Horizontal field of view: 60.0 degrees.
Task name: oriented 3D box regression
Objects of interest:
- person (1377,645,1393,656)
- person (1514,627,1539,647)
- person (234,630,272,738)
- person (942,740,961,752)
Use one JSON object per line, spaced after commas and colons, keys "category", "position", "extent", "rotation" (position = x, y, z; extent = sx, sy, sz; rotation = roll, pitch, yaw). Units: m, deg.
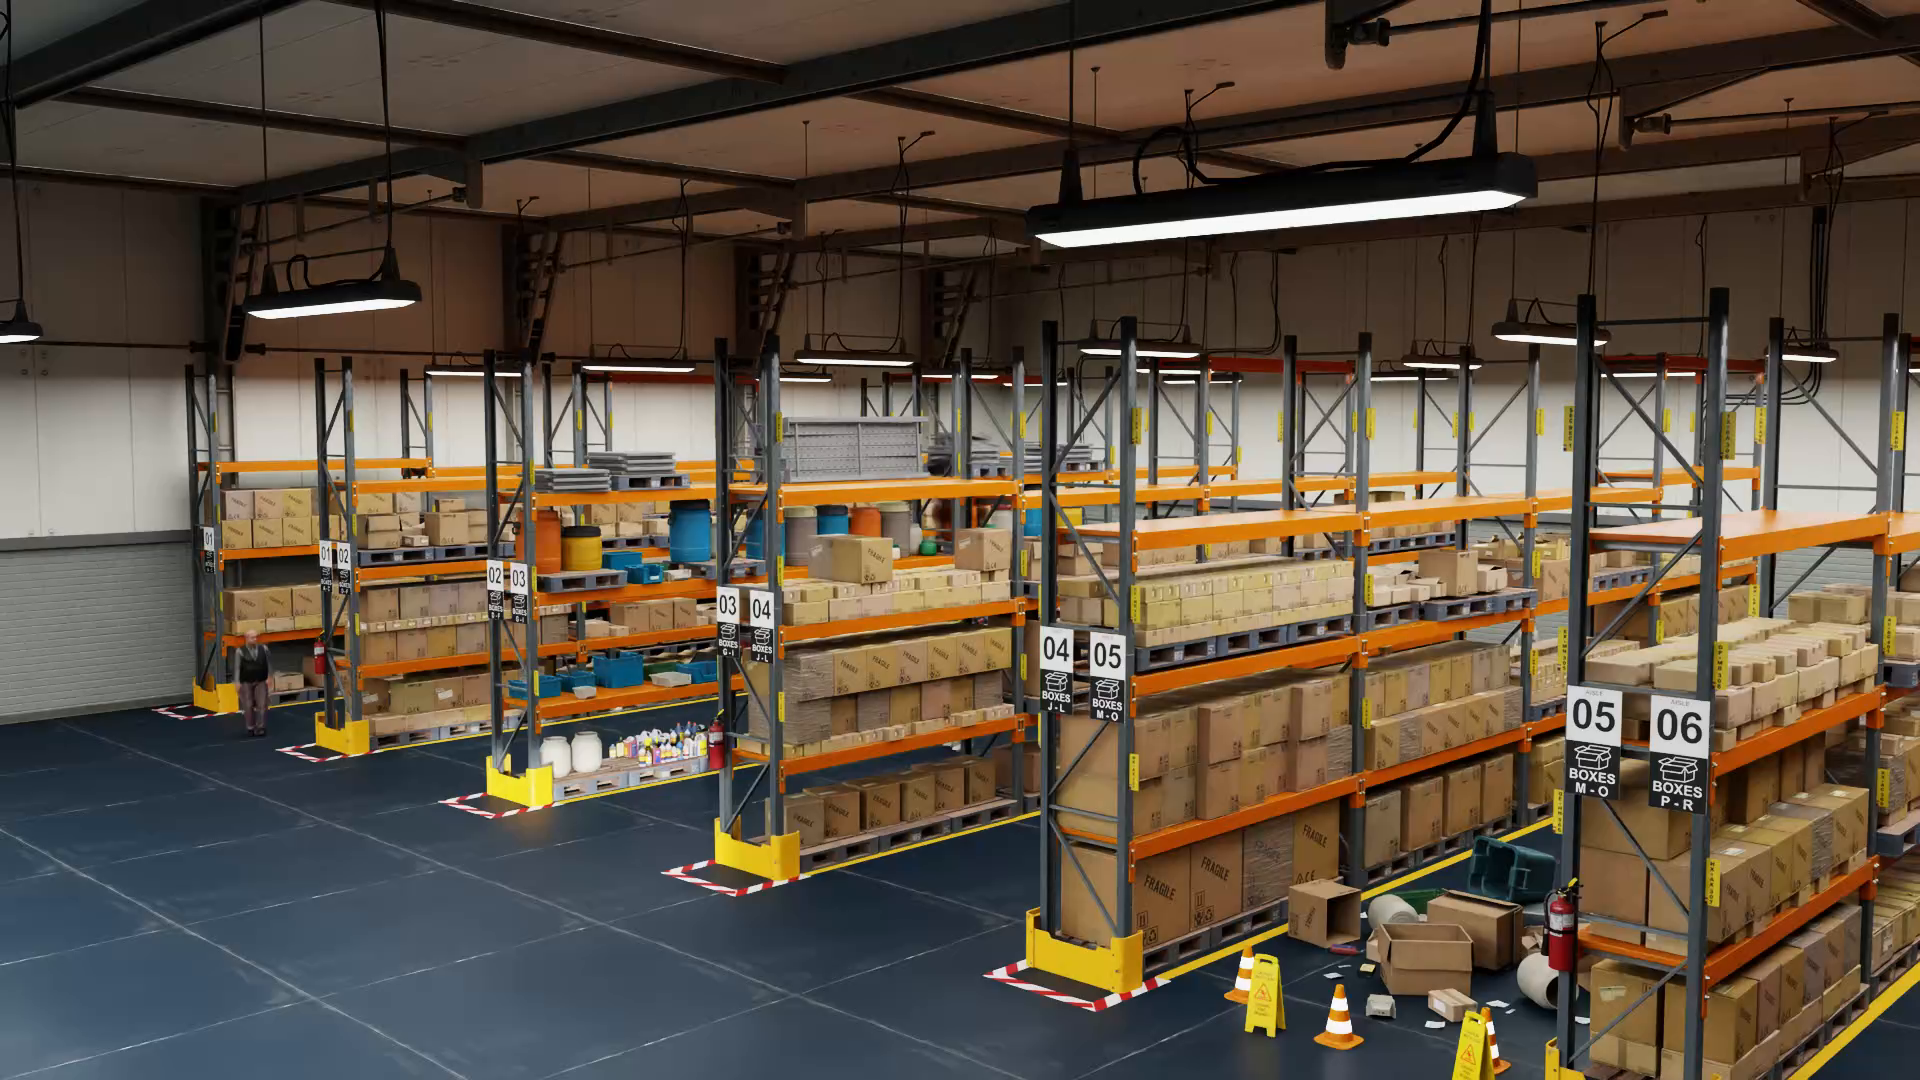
{"category": "person", "position": [6.400, 2.351, 25.268], "extent": [0.592, 1.773, 0.435], "rotation": [-2, 5, -29]}
{"category": "person", "position": [10.173, 2.096, 29.830], "extent": [0.496, 1.538, 0.847], "rotation": [3, 5, 34]}
{"category": "person", "position": [-11.284, 2.279, 26.547], "extent": [0.574, 1.732, 0.389], "rotation": [-3, 5, -32]}
{"category": "person", "position": [-0.059, 2.373, 25.445], "extent": [0.559, 1.684, 0.474], "rotation": [2, 5, 19]}
